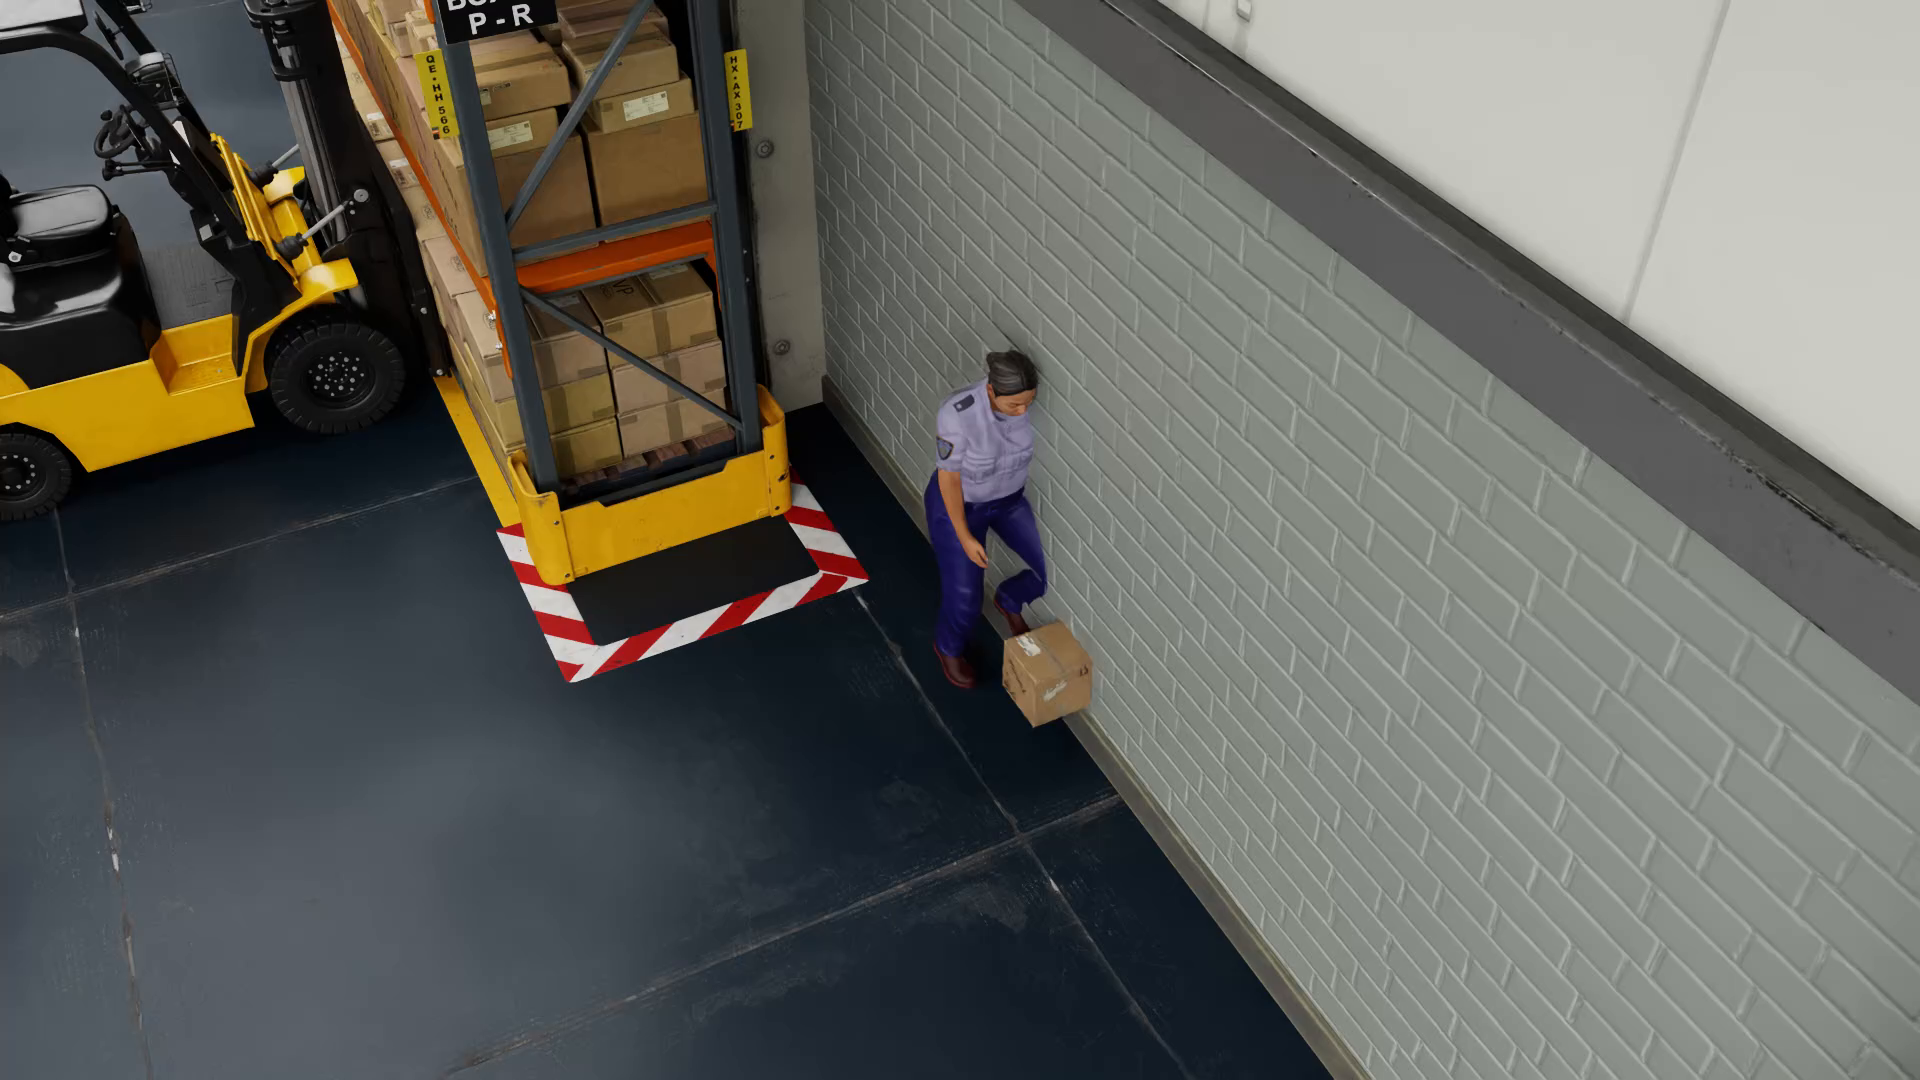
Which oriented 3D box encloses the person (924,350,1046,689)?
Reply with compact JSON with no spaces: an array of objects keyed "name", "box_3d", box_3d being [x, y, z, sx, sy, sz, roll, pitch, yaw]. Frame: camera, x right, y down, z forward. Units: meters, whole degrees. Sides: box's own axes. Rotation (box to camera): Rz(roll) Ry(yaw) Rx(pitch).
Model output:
[{"name":"person","box_3d":[0.145,-0.106,6.366,0.515,1.560,0.521,-18,45,-19]}]
